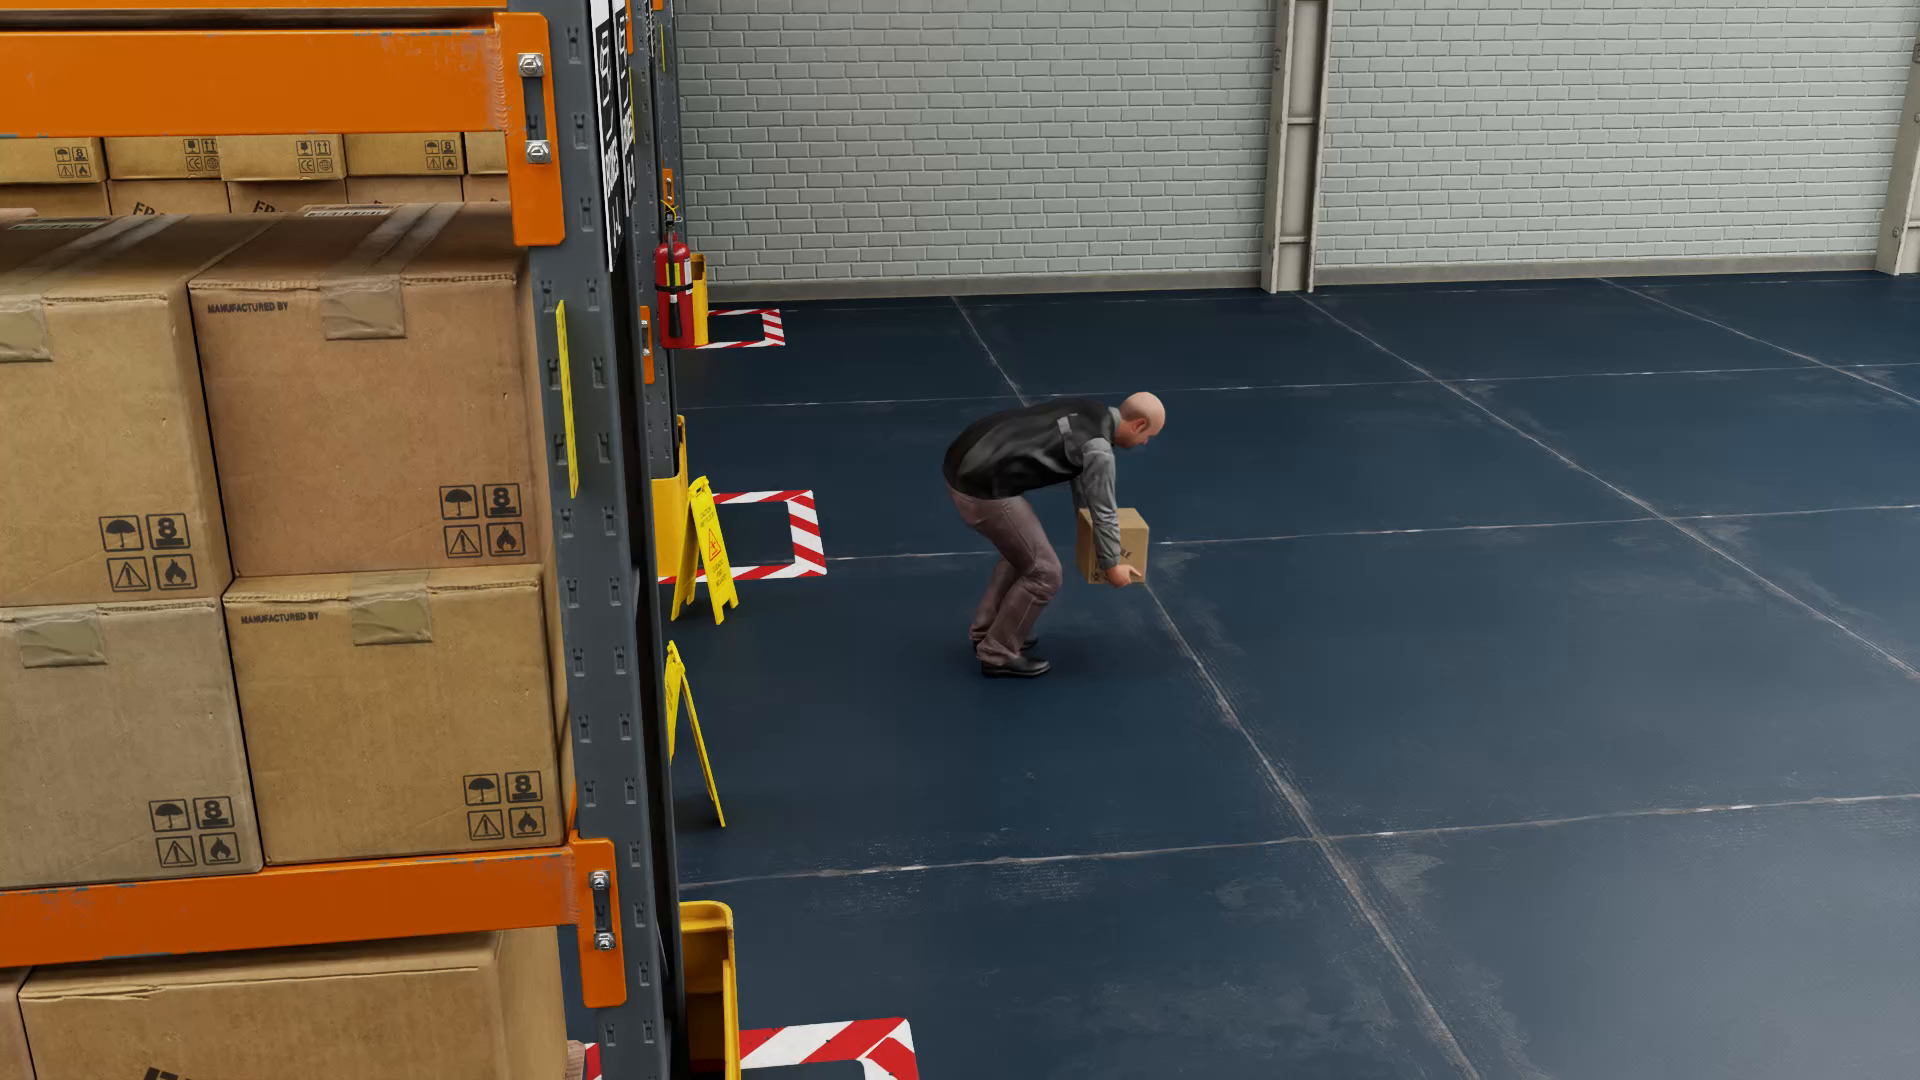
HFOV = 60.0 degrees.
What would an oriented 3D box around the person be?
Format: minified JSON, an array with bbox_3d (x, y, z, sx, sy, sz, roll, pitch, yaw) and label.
[{"bbox_3d":[0.399,-0.038,7.038,0.937,1.164,0.485,-4,20,-10],"label":"person"}]
